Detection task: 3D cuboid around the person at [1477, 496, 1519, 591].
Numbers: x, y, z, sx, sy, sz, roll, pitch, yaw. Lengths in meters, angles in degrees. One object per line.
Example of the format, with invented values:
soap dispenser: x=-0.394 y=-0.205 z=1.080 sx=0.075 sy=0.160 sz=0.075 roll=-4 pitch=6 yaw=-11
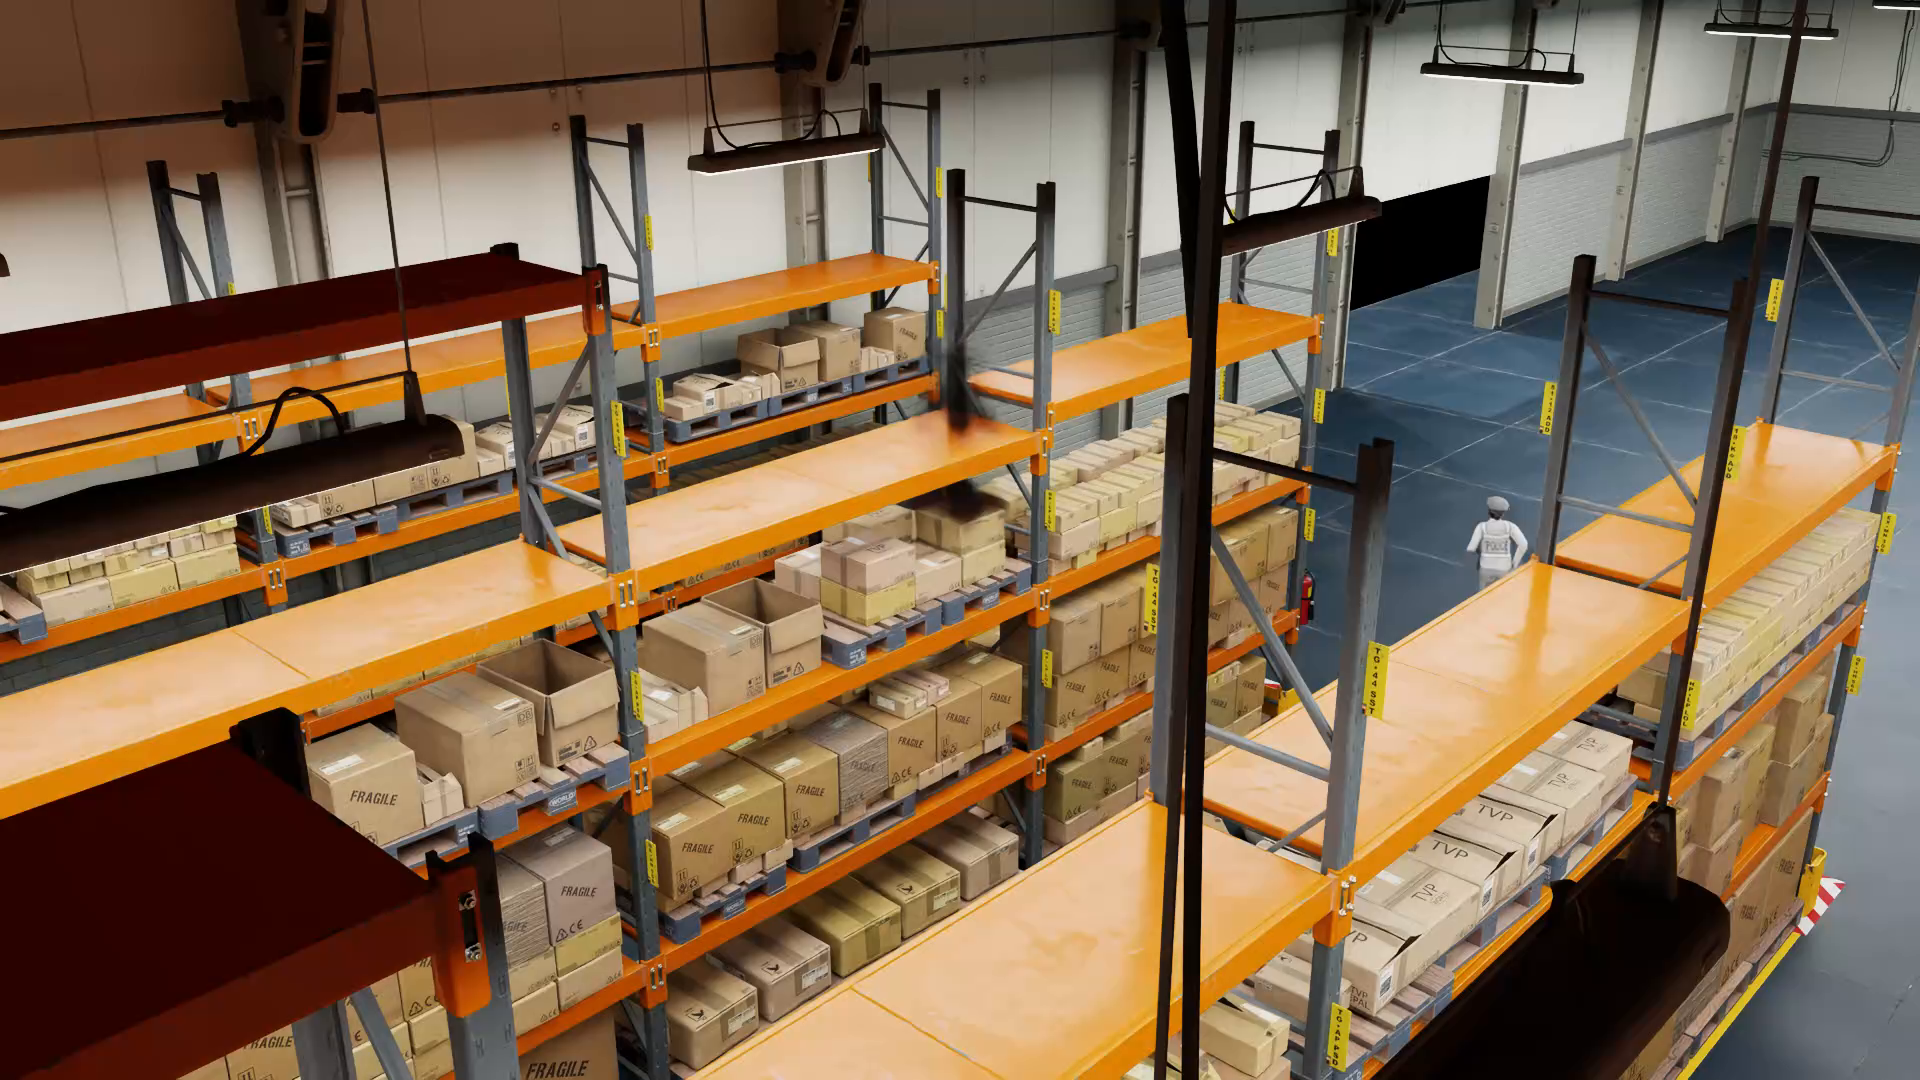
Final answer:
person: x=6.062 y=0.395 z=18.782 sx=0.465 sy=1.675 sz=0.870 roll=1 pitch=21 yaw=3
